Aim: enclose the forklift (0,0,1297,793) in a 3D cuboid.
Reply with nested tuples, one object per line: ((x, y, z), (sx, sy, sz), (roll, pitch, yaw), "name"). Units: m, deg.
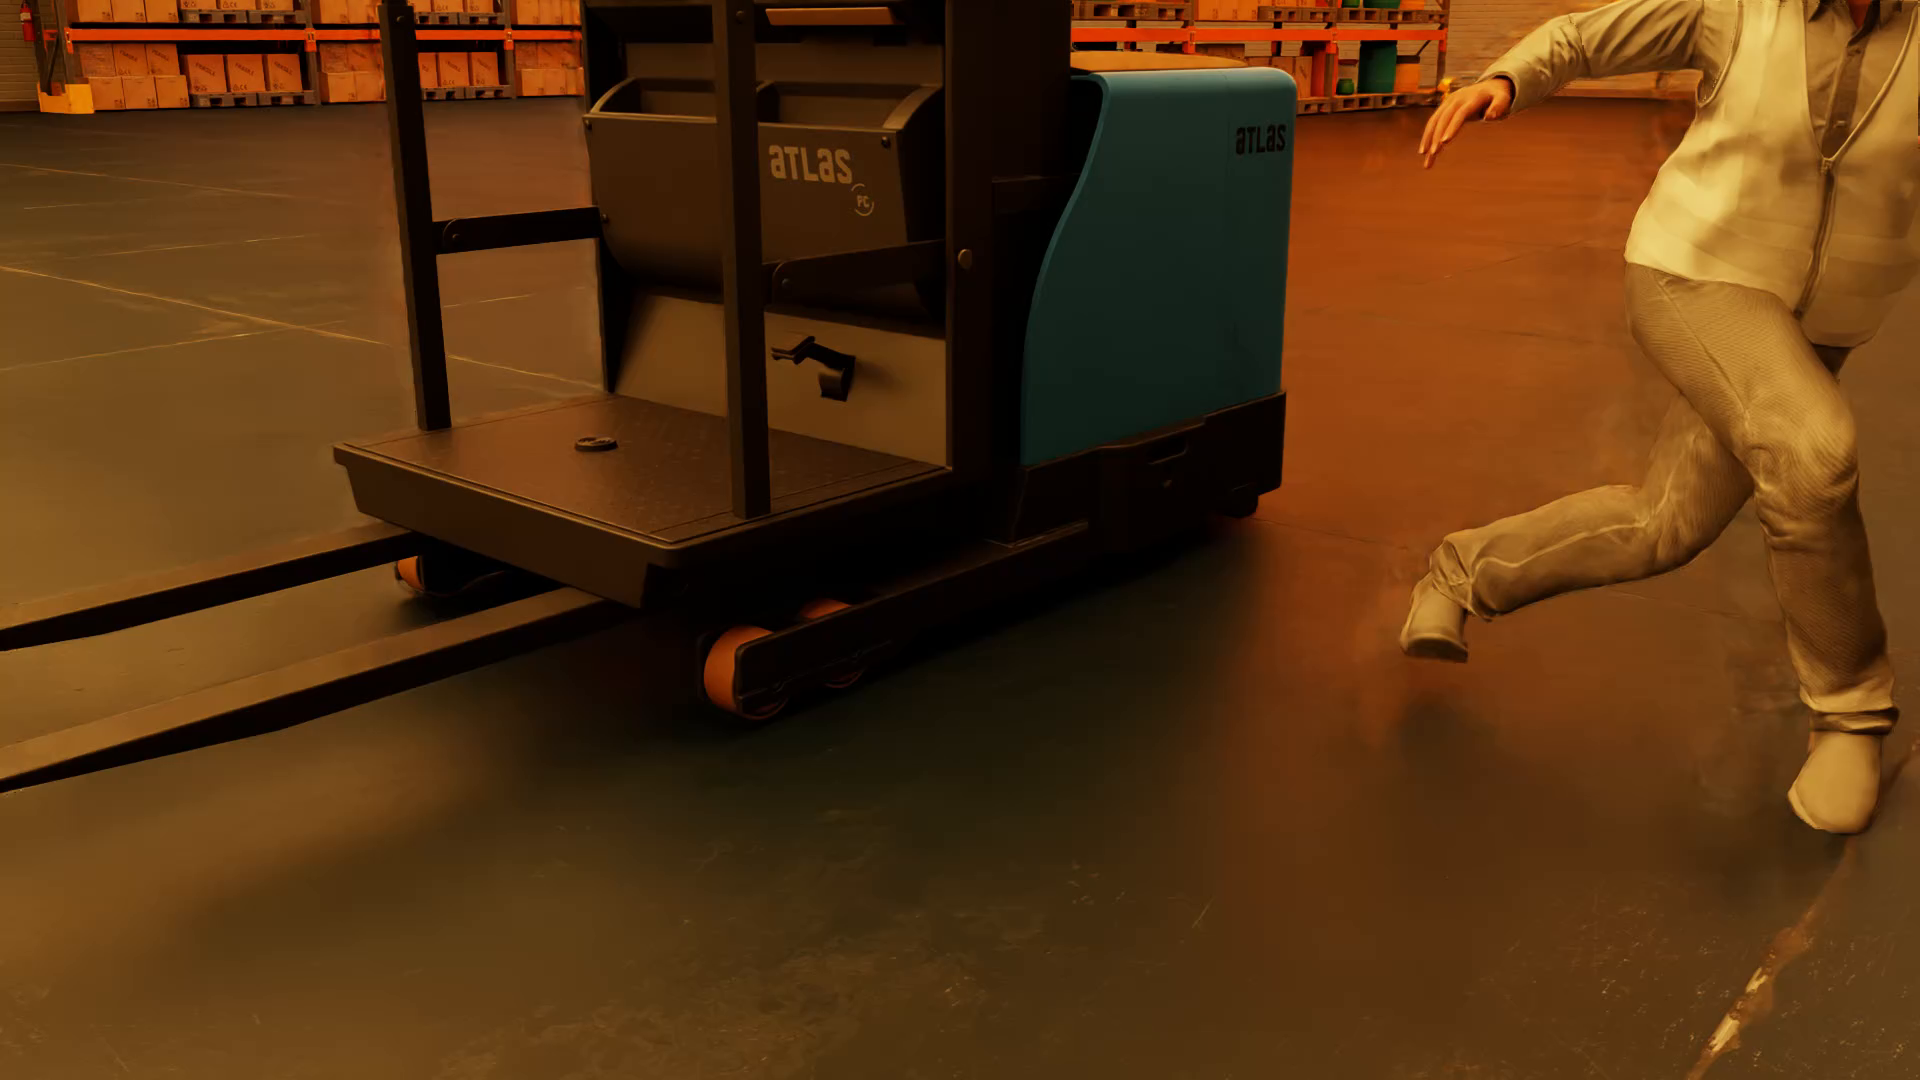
((-0.550, -1.253, 3.023), (1.130, 2.935, 3.031), (14, 22, 39), "forklift")

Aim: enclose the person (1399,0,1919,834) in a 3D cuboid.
((1.152, -0.363, 2.531), (0.909, 1.559, 1.069), (0, 17, 1), "person")
